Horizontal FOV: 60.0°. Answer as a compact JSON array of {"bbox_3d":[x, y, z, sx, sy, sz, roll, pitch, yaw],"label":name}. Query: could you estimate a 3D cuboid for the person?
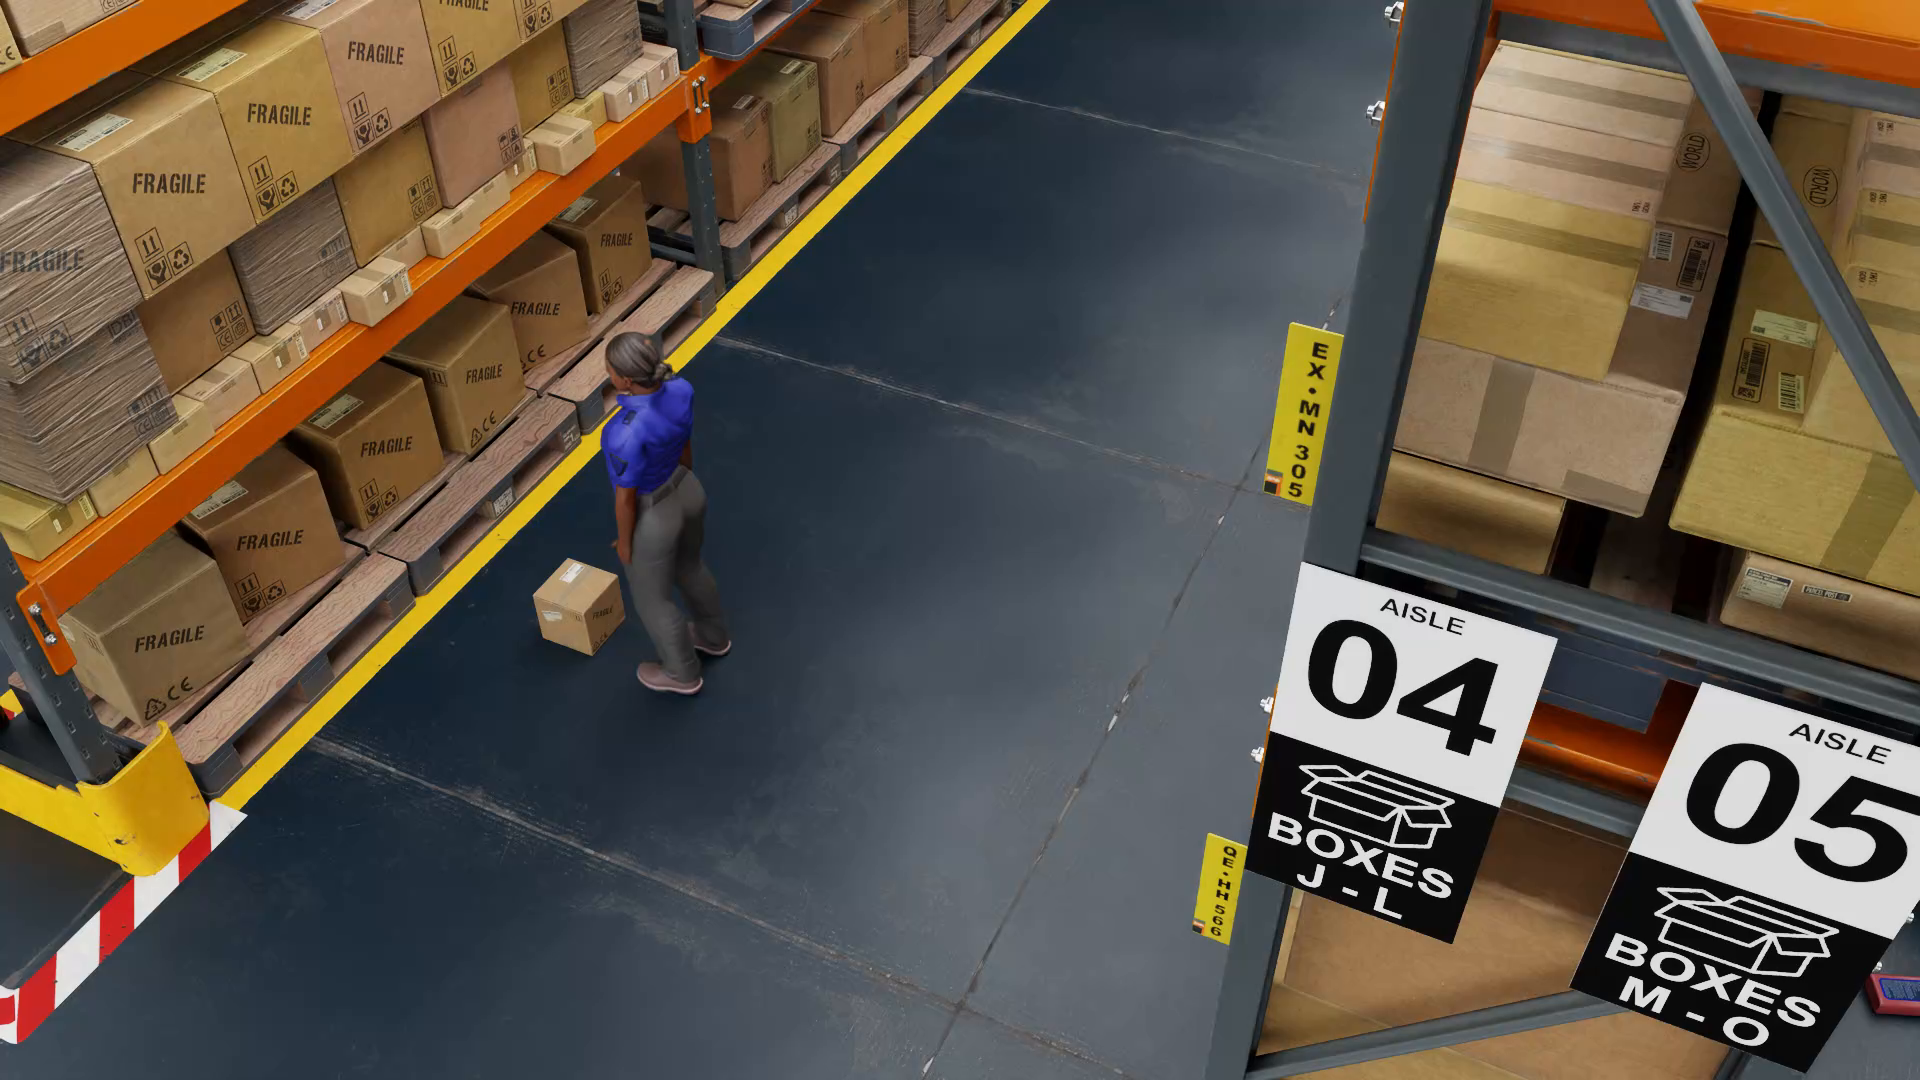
[{"bbox_3d":[-1.138,-0.117,6.251,0.293,1.566,0.437,18,45,19],"label":"person"}]
